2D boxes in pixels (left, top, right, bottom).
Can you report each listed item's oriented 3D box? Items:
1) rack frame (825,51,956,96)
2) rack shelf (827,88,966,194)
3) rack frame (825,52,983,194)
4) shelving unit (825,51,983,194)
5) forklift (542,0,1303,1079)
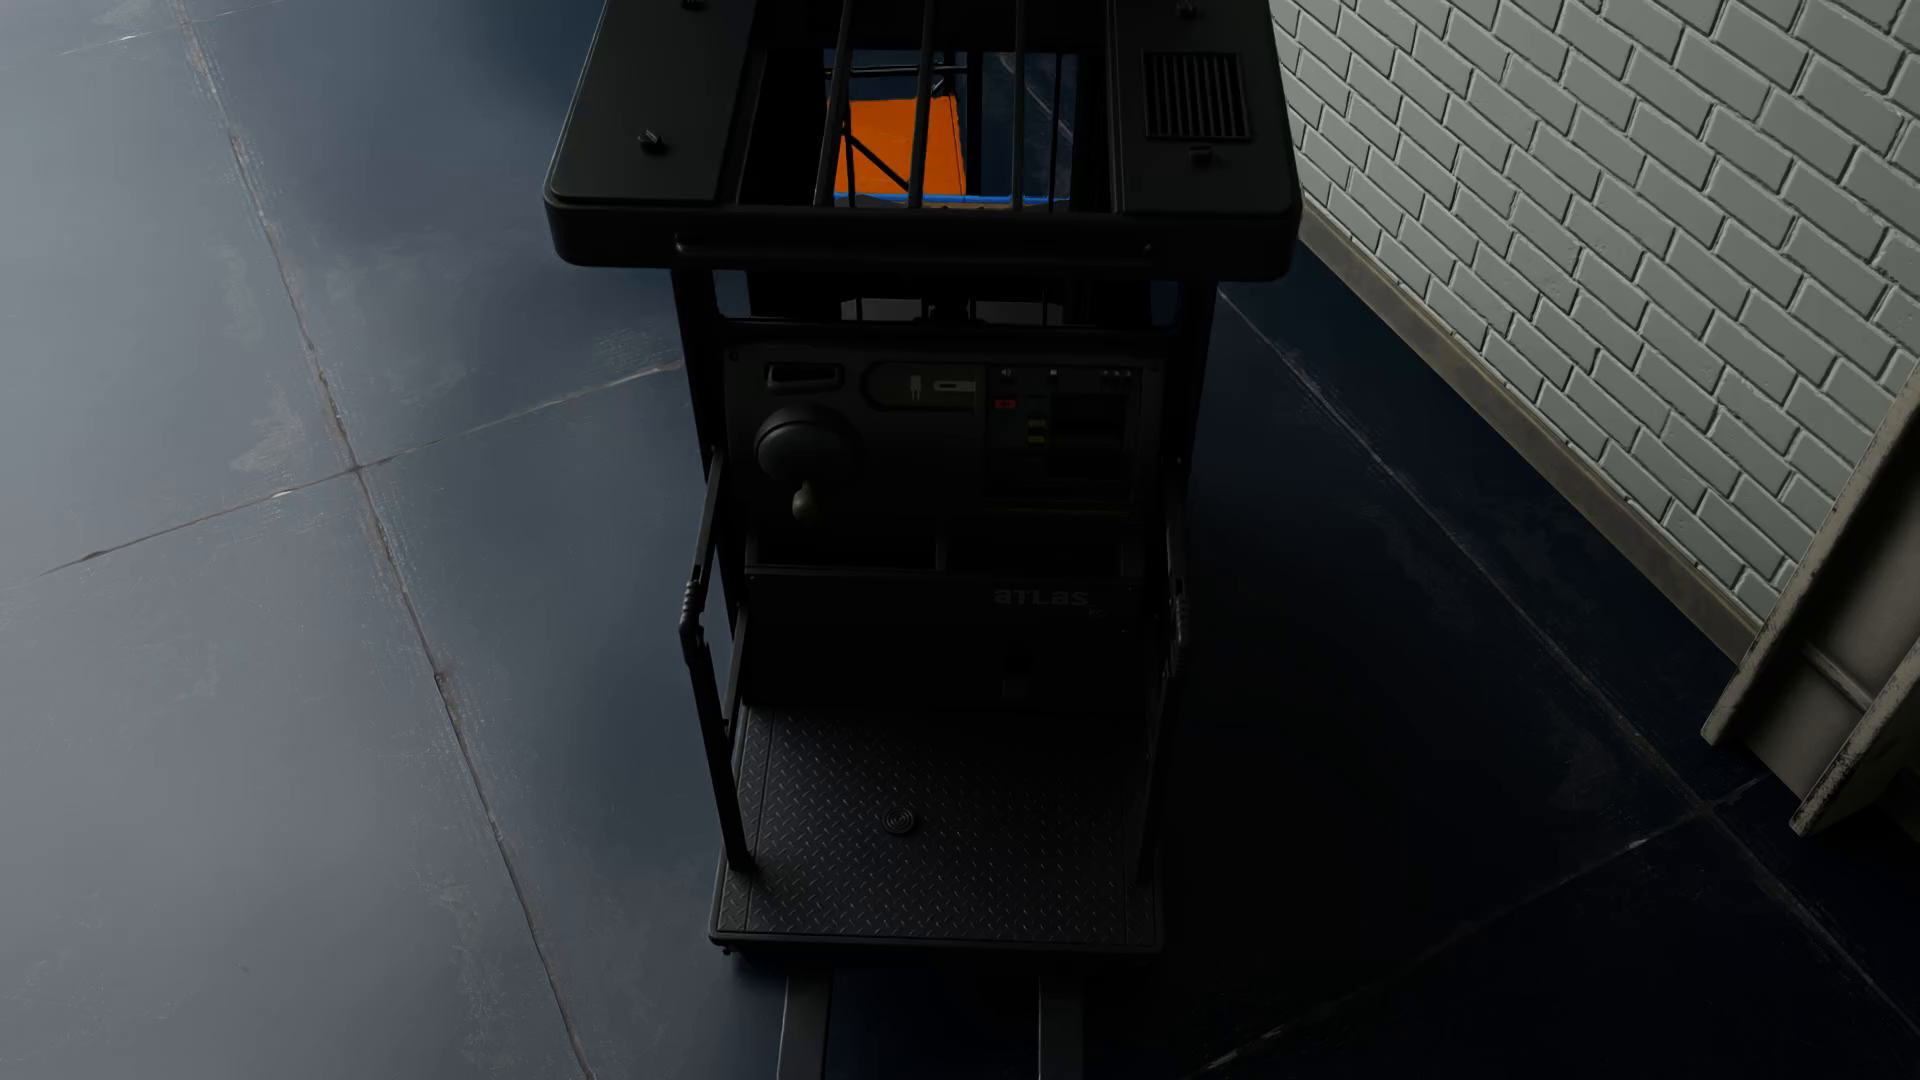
[{"bbox_3d":[-0.265,-1.608,5.660,0.500,1.500,0.032,-3,49,-3],"label":"rack frame"},{"bbox_3d":[-0.227,-1.108,5.462,0.538,0.185,1.000,-3,49,-3],"label":"rack shelf"},{"bbox_3d":[-0.189,-0.845,4.993,0.500,1.500,0.032,-3,49,-3],"label":"rack frame"},{"bbox_3d":[-0.228,-1.233,5.332,0.587,1.500,1.083,-3,49,-3],"label":"shelving unit"},{"bbox_3d":[-0.041,-0.127,3.414,1.130,2.935,3.031,2,49,1],"label":"forklift"}]
